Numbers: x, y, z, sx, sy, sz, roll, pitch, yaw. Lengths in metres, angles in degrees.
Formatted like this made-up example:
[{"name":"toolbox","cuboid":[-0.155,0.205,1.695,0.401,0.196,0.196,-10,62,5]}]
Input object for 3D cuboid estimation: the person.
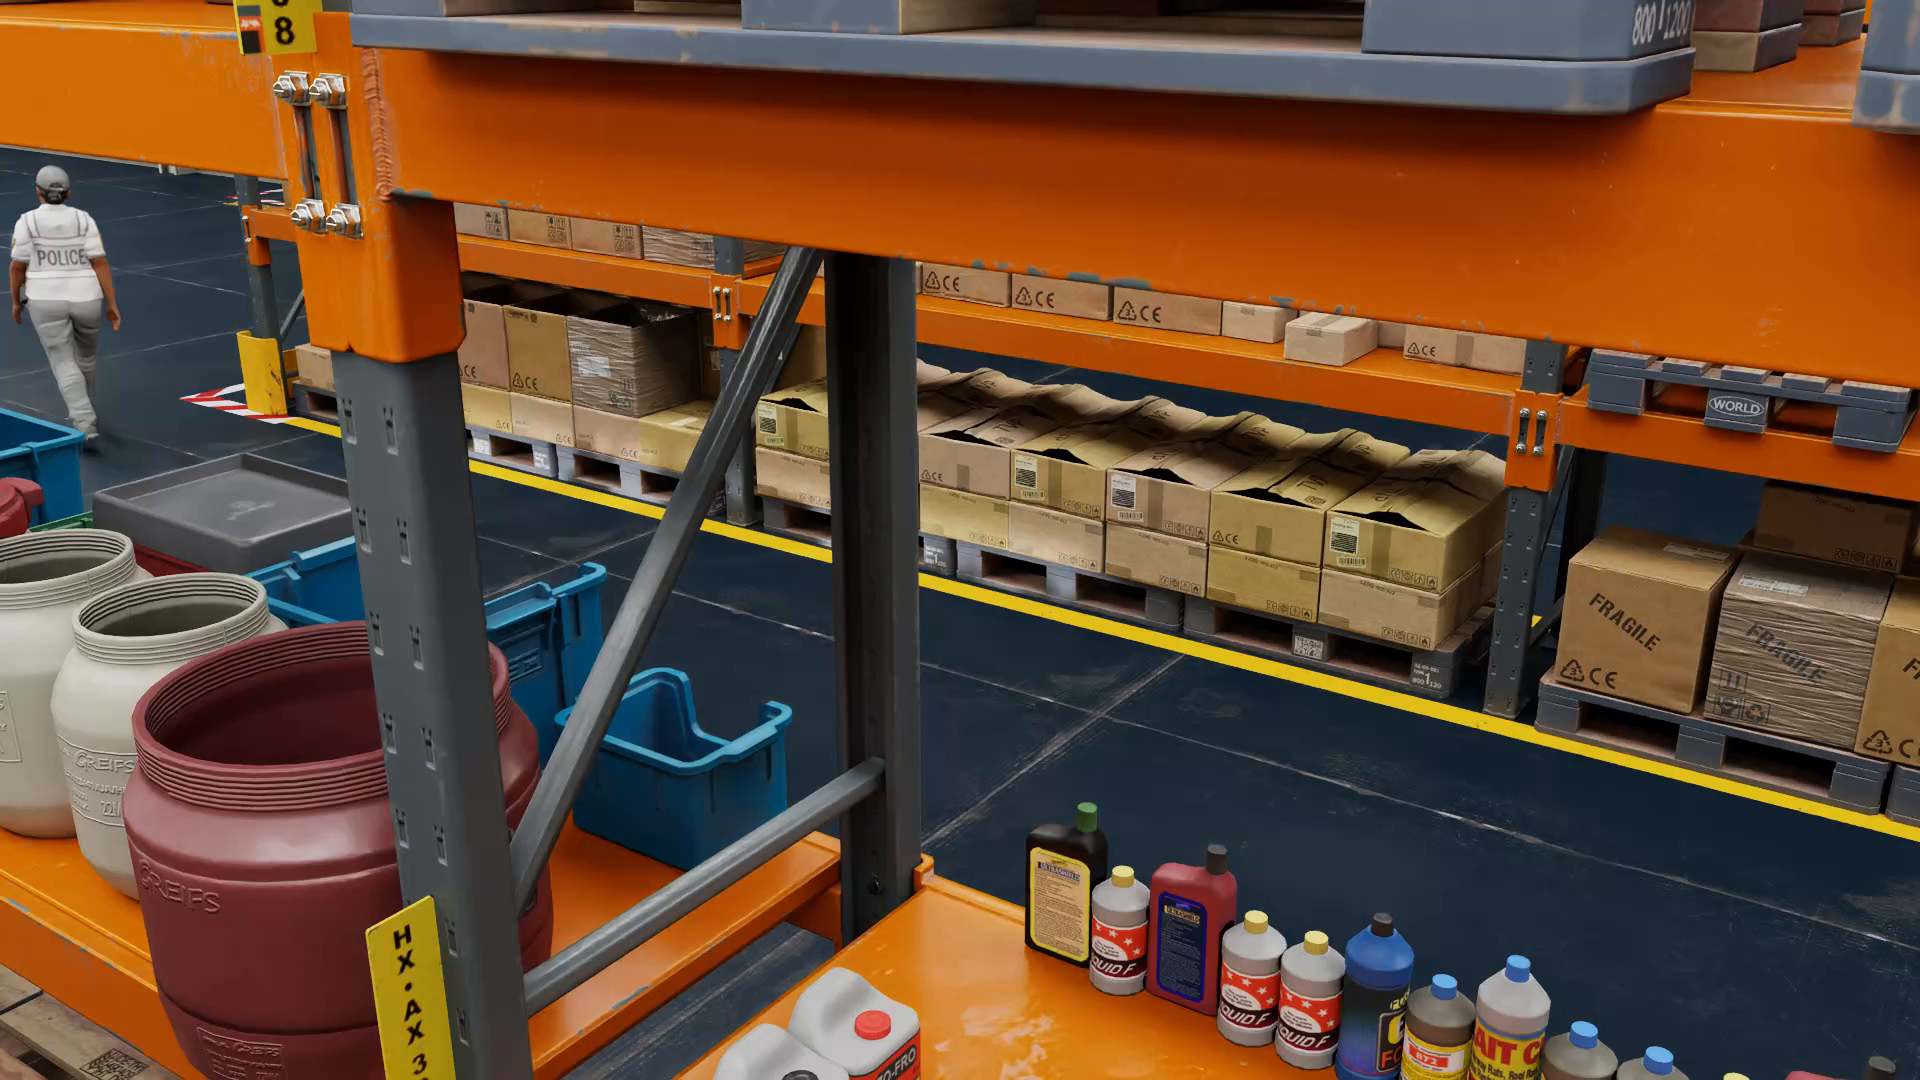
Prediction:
[{"name":"person","cuboid":[-5.424,-1.446,10.044,0.518,1.602,1.021,-17,26,-39]}]
